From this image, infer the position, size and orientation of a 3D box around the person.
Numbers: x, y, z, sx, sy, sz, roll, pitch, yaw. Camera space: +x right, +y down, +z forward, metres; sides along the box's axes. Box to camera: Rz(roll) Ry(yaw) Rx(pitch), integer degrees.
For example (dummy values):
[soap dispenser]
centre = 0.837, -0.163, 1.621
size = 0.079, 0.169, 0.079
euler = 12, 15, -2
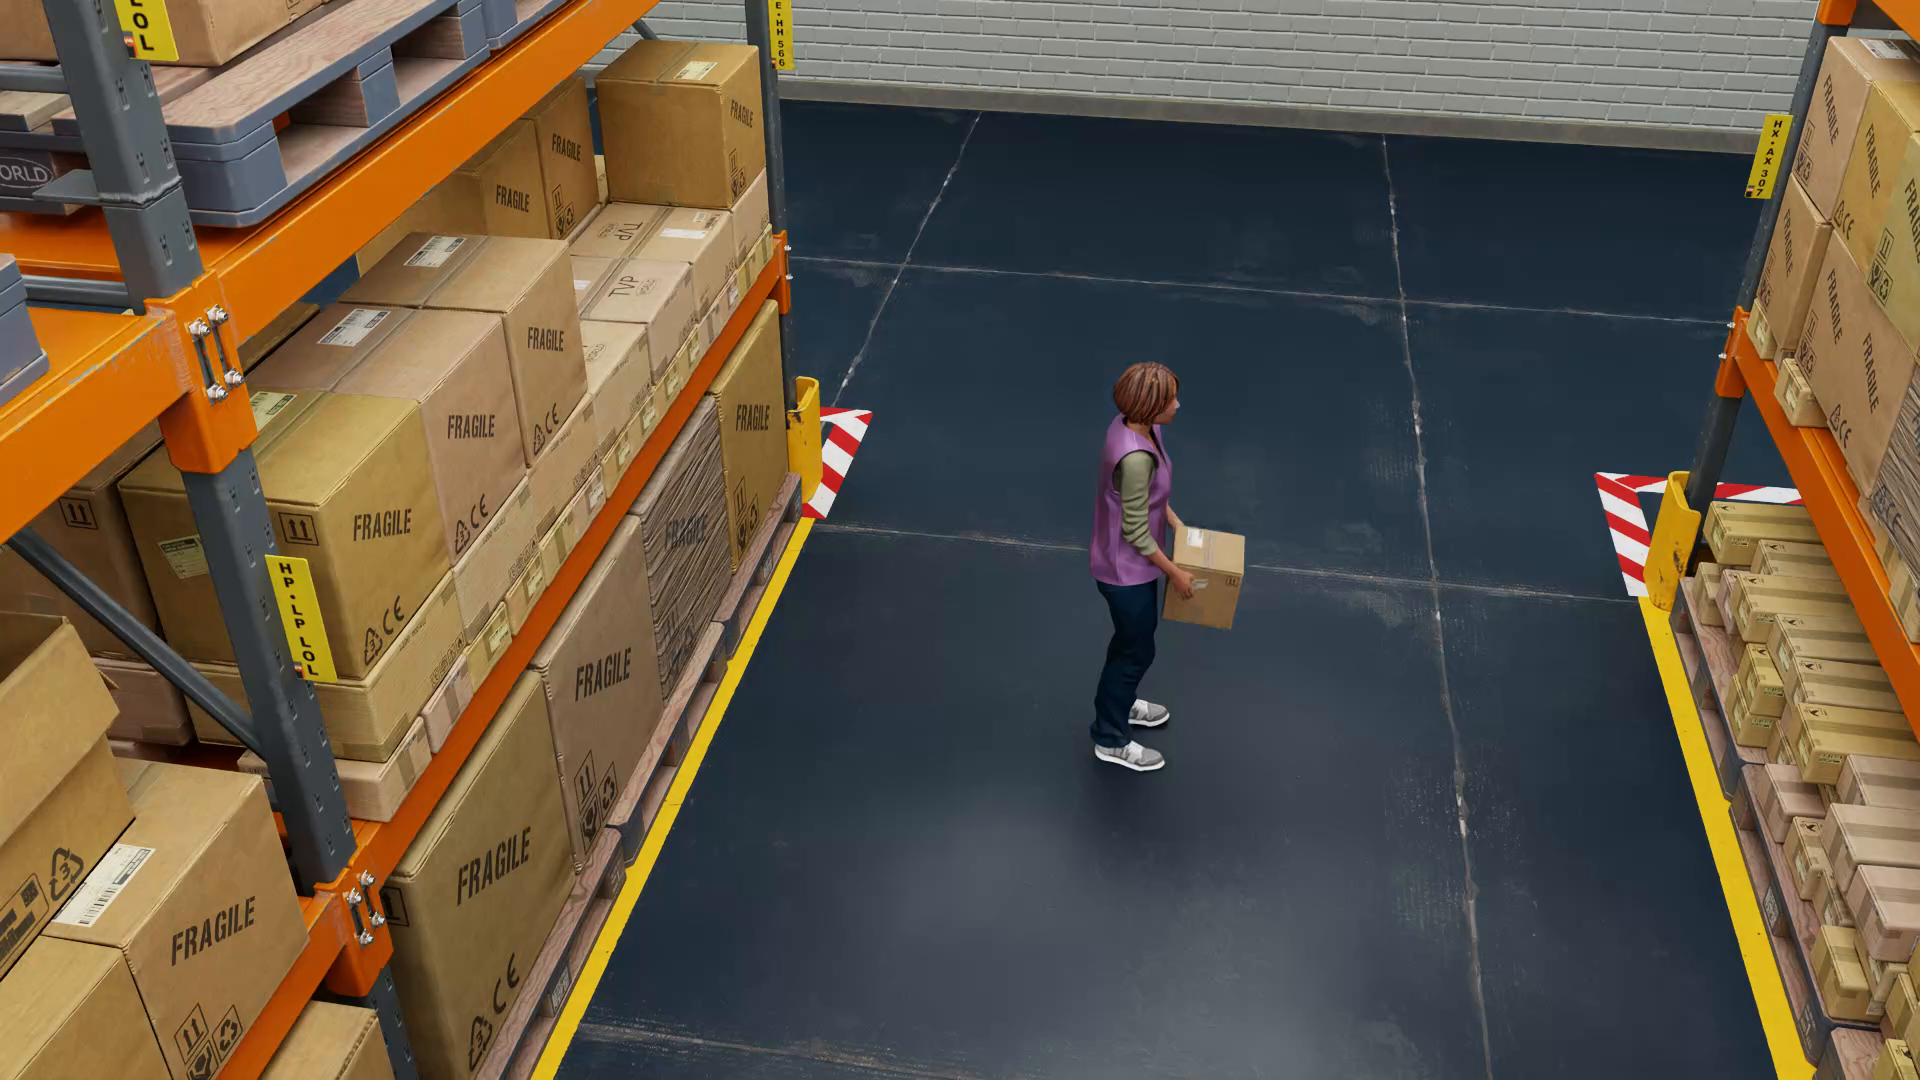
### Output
[person]
centre = 0.657, 0.085, 6.007
size = 0.384, 1.602, 0.444
euler = 5, 33, 7
